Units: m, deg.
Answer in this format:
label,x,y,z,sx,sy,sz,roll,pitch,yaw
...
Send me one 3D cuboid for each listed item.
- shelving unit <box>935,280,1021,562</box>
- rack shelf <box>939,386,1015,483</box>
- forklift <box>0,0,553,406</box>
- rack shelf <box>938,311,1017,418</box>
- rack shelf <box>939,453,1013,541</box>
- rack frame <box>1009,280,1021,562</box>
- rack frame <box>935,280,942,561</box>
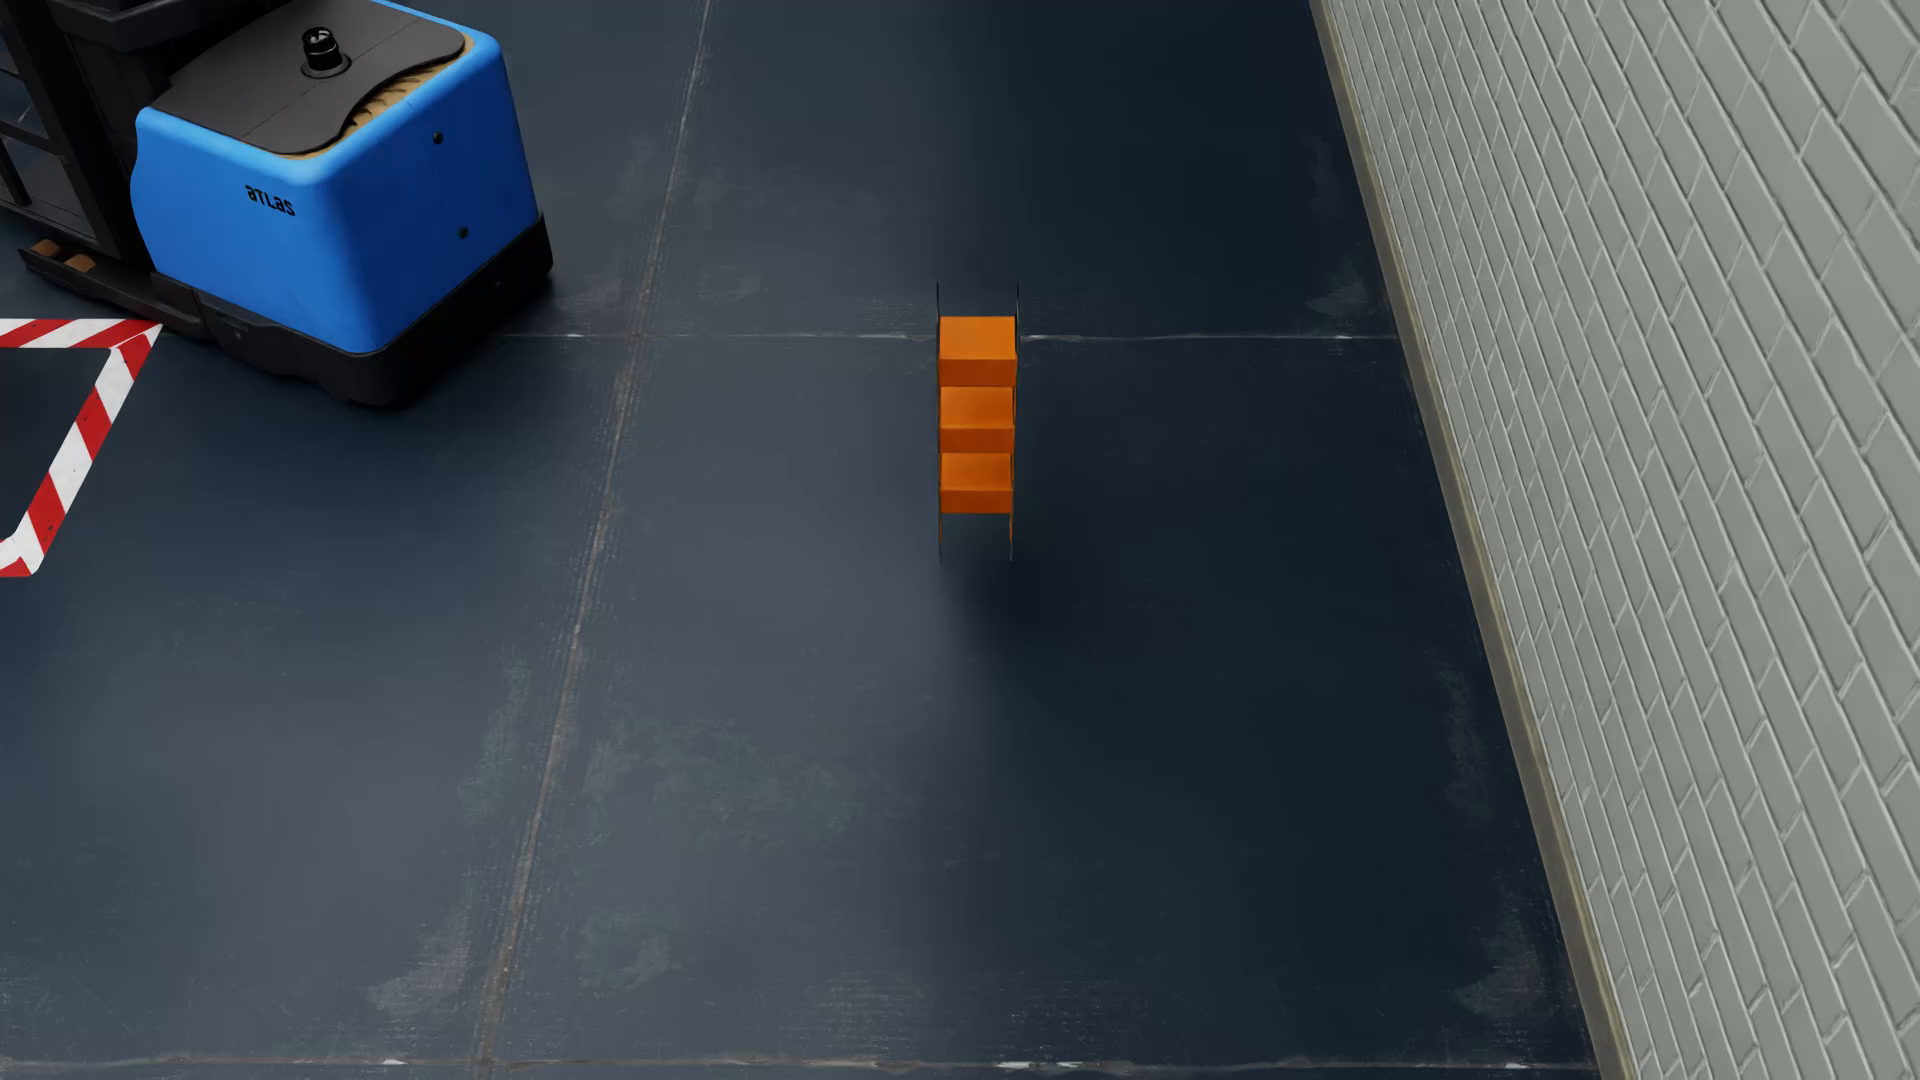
label,x,y,z,sx,sy,sz,roll,pitch,yaw
shelving unit,0.054,-0.358,5.366,0.252,1.050,0.215,0,47,0
rack shelf,0.054,-0.350,5.373,0.240,0.259,0.215,0,47,0
forklift,-3.175,-2.288,5.877,3.031,2.935,1.130,22,51,19
rack shelf,0.054,-0.544,5.166,0.240,0.259,0.215,0,47,0
rack shelf,0.054,-0.161,5.577,0.240,0.259,0.215,0,47,0
rack frame,0.176,-0.357,5.365,0.008,1.050,0.200,0,47,0
rack frame,-0.068,-0.358,5.366,0.008,1.050,0.200,0,47,0
